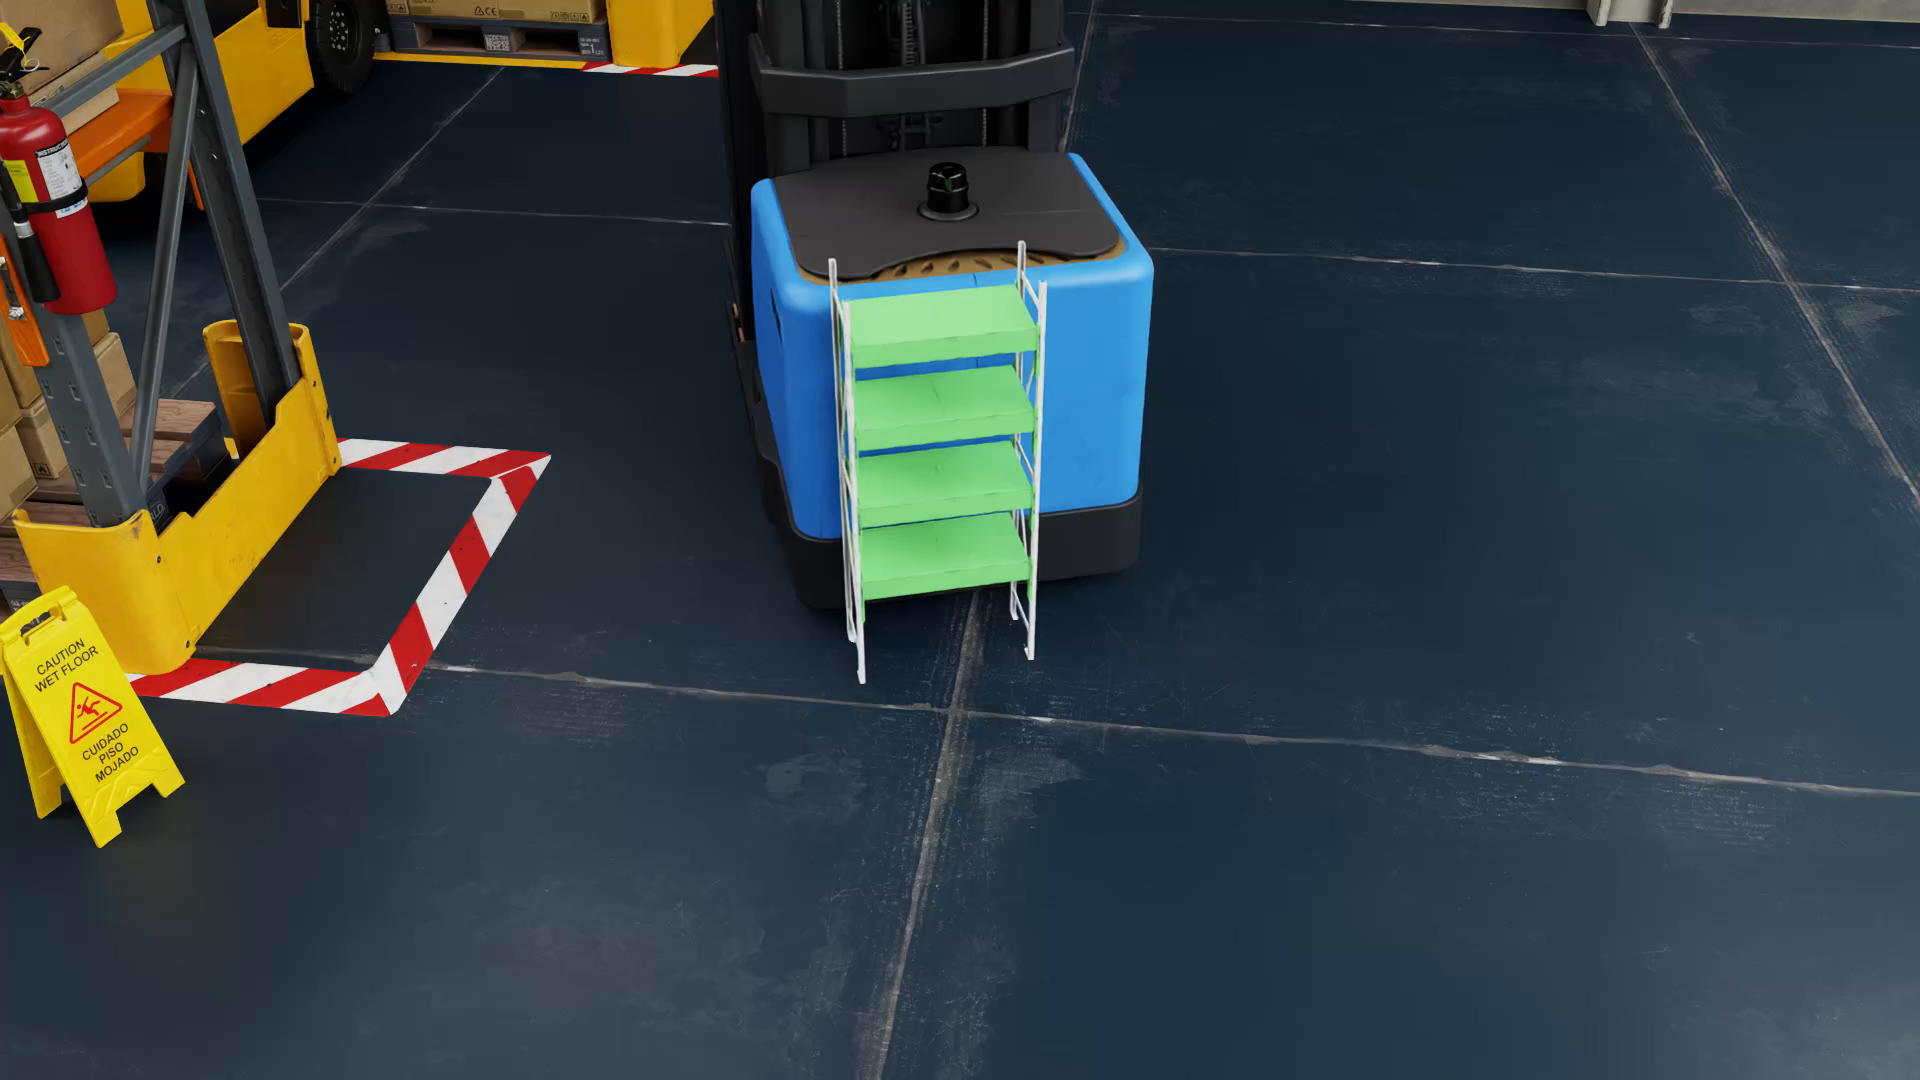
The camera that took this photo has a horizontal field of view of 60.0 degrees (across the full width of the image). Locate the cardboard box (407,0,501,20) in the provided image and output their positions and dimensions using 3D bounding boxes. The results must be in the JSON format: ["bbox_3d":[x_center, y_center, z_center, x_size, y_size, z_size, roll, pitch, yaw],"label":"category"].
[{"bbox_3d":[-2.616,-2.984,8.855,0.500,0.250,0.500,4,36,6],"label":"cardboard box"}]

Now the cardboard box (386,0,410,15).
[{"bbox_3d":[-3.111,-3.026,8.914,0.500,0.250,0.500,5,36,6],"label":"cardboard box"}]

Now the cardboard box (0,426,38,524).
[{"bbox_3d":[-3.106,-0.135,4.863,0.500,0.250,0.500,4,36,6],"label":"cardboard box"}]

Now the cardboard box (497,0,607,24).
[{"bbox_3d":[-2.124,-2.942,8.795,0.500,0.250,0.500,5,36,6],"label":"cardboard box"}]

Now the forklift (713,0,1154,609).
[{"bbox_3d":[-0.266,-1.846,5.314,1.130,2.935,3.031,-7,36,-10],"label":"forklift"}]

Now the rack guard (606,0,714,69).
[{"bbox_3d":[-1.594,-3.018,9.049,0.348,0.500,1.175,4,36,6],"label":"rack guard"}]

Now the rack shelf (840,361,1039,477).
[{"bbox_3d":[-0.059,-0.322,4.364,0.480,0.148,0.258,-7,36,-10],"label":"rack shelf"}]

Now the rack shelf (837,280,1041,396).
[{"bbox_3d":[-0.058,-0.516,4.223,0.480,0.148,0.258,-7,36,-10],"label":"rack shelf"}]

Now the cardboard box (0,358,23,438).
[{"bbox_3d":[-3.074,-0.443,4.649,0.500,0.500,0.500,4,36,6],"label":"cardboard box"}]

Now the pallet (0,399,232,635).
[{"bbox_3d":[-3.123,-0.128,5.248,1.213,0.211,1.003,4,36,6],"label":"pallet"}]

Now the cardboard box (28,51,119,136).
[{"bbox_3d":[-2.557,-1.219,4.593,0.250,0.149,0.380,4,36,6],"label":"cardboard box"}]

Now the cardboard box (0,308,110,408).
[{"bbox_3d":[-3.035,-0.755,5.085,0.500,0.500,0.500,3,36,4],"label":"cardboard box"}]

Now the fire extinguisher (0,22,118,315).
[{"bbox_3d":[-2.192,-0.872,3.956,0.183,0.674,0.296,4,36,6],"label":"fire extinguisher"}]

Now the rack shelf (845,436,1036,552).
[{"bbox_3d":[-0.059,-0.127,4.504,0.480,0.148,0.258,-7,36,-10],"label":"rack shelf"}]

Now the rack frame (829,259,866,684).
[{"bbox_3d":[-0.298,-0.150,4.425,0.015,1.200,0.240,-7,36,-10],"label":"rack frame"}]

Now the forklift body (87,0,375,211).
[{"bbox_3d":[-3.731,-2.781,7.295,1.214,2.155,2.313,4,36,6],"label":"forklift body"}]

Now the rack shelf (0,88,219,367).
[{"bbox_3d":[-4.230,-1.032,4.734,4.000,0.370,1.077,4,36,6],"label":"rack shelf"}]

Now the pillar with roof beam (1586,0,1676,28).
[{"bbox_3d":[3.209,-4.126,3.284,0.400,9.000,9.100,4,36,6],"label":"pillar with roof beam"}]

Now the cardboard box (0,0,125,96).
[{"bbox_3d":[-2.681,-1.534,4.475,0.500,0.500,0.500,4,36,5],"label":"cardboard box"}]

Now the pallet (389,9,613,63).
[{"bbox_3d":[-2.382,-2.935,9.180,1.213,0.211,1.003,4,36,6],"label":"pallet"}]

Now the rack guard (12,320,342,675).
[{"bbox_3d":[-2.322,-0.165,5.051,0.348,0.500,1.175,4,36,6],"label":"rack guard"}]

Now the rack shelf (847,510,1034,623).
[{"bbox_3d":[-0.059,0.067,4.645,0.480,0.148,0.258,-7,36,-10],"label":"rack shelf"}]

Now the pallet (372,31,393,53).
[{"bbox_3d":[-3.589,-3.027,9.309,1.213,0.211,1.003,4,36,6],"label":"pallet"}]

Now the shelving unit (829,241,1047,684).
[{"bbox_3d":[-0.059,-0.179,4.467,0.503,1.200,0.258,-7,36,-10],"label":"shelving unit"}]

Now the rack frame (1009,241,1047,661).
[{"bbox_3d":[0.180,-0.209,4.508,0.015,1.200,0.240,-7,36,-10],"label":"rack frame"}]

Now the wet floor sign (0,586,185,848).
[{"bbox_3d":[-2.194,0.412,4.118,0.232,0.644,0.267,17,39,22],"label":"wet floor sign"}]

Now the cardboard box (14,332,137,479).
[{"bbox_3d":[-3.011,-0.448,5.301,0.500,0.250,0.500,4,36,6],"label":"cardboard box"}]

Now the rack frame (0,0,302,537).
[{"bbox_3d":[-2.247,-1.177,4.317,0.127,3.000,1.000,4,36,6],"label":"rack frame"}]
